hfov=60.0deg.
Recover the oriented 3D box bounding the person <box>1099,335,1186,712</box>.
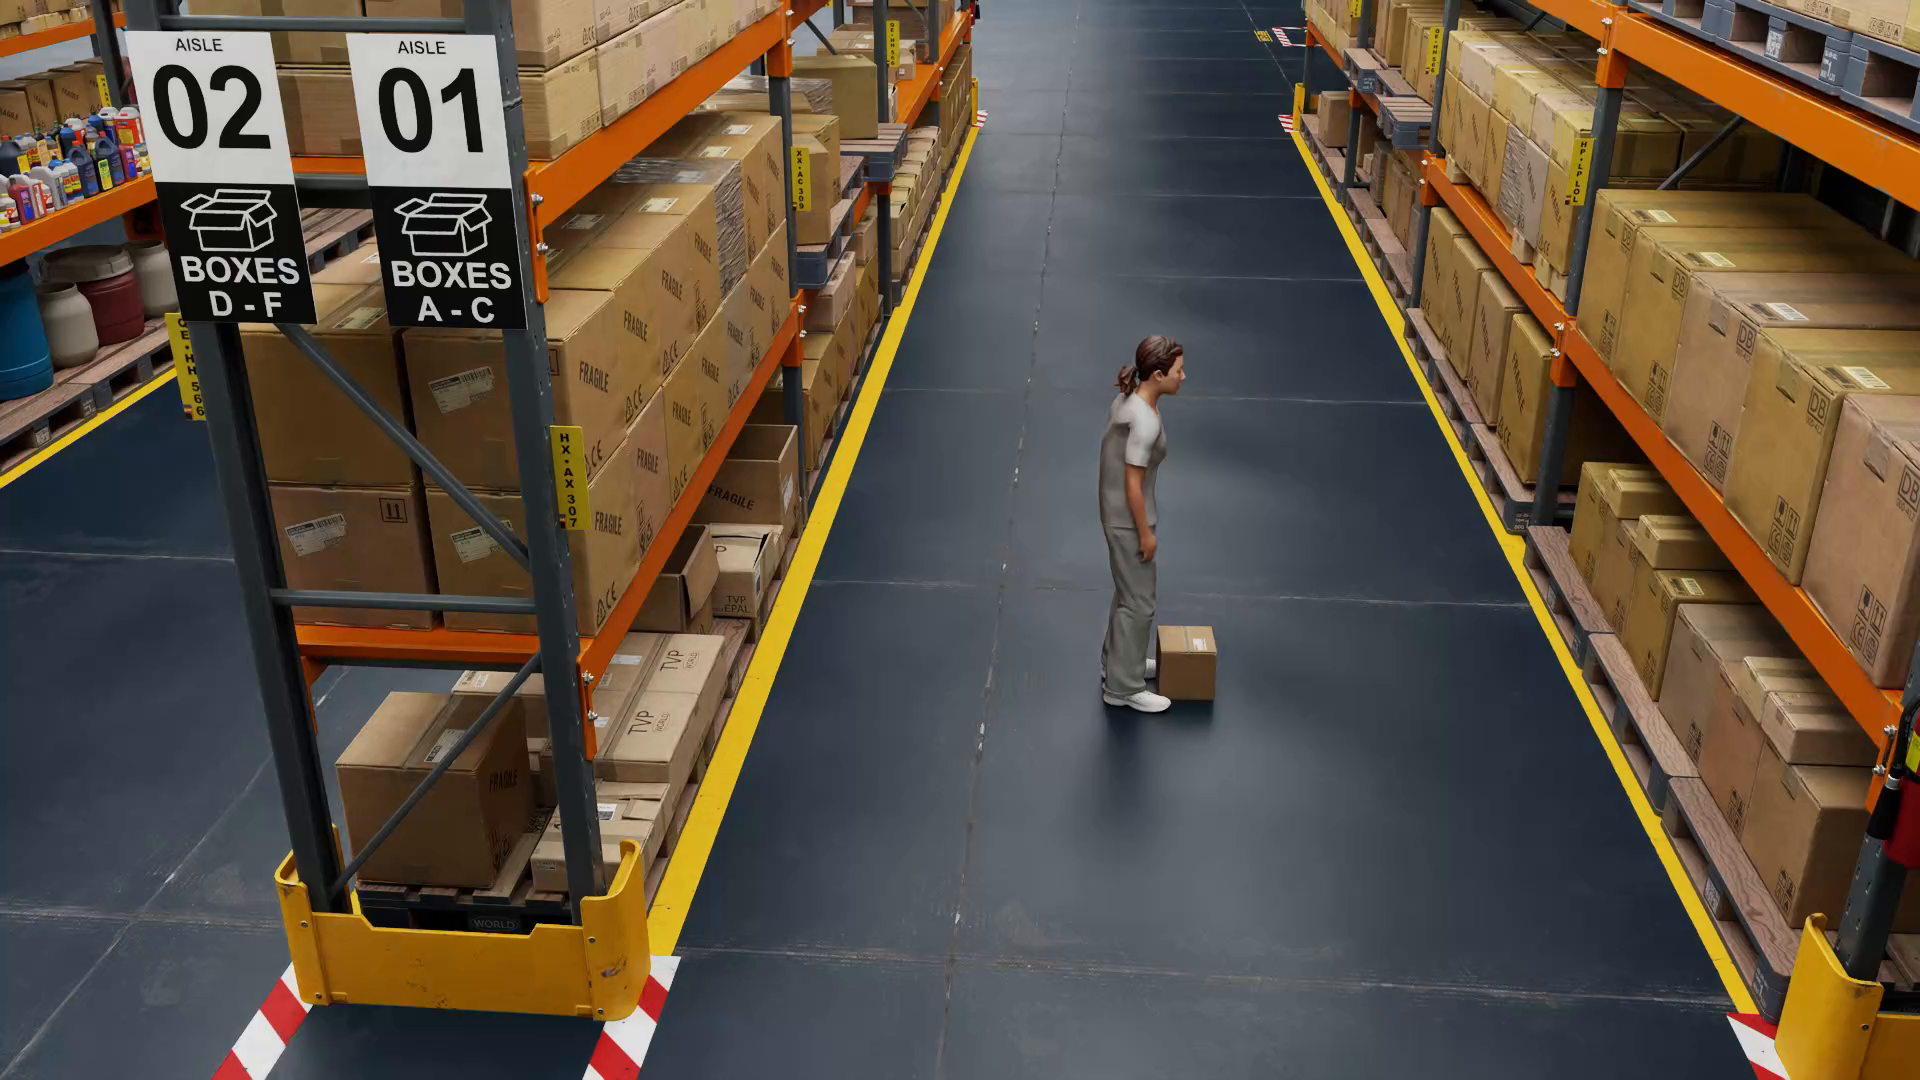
[{"bbox_3d":[0.781,-0.089,7.300,0.351,1.672,0.497,2,25,3],"label":"person"}]
